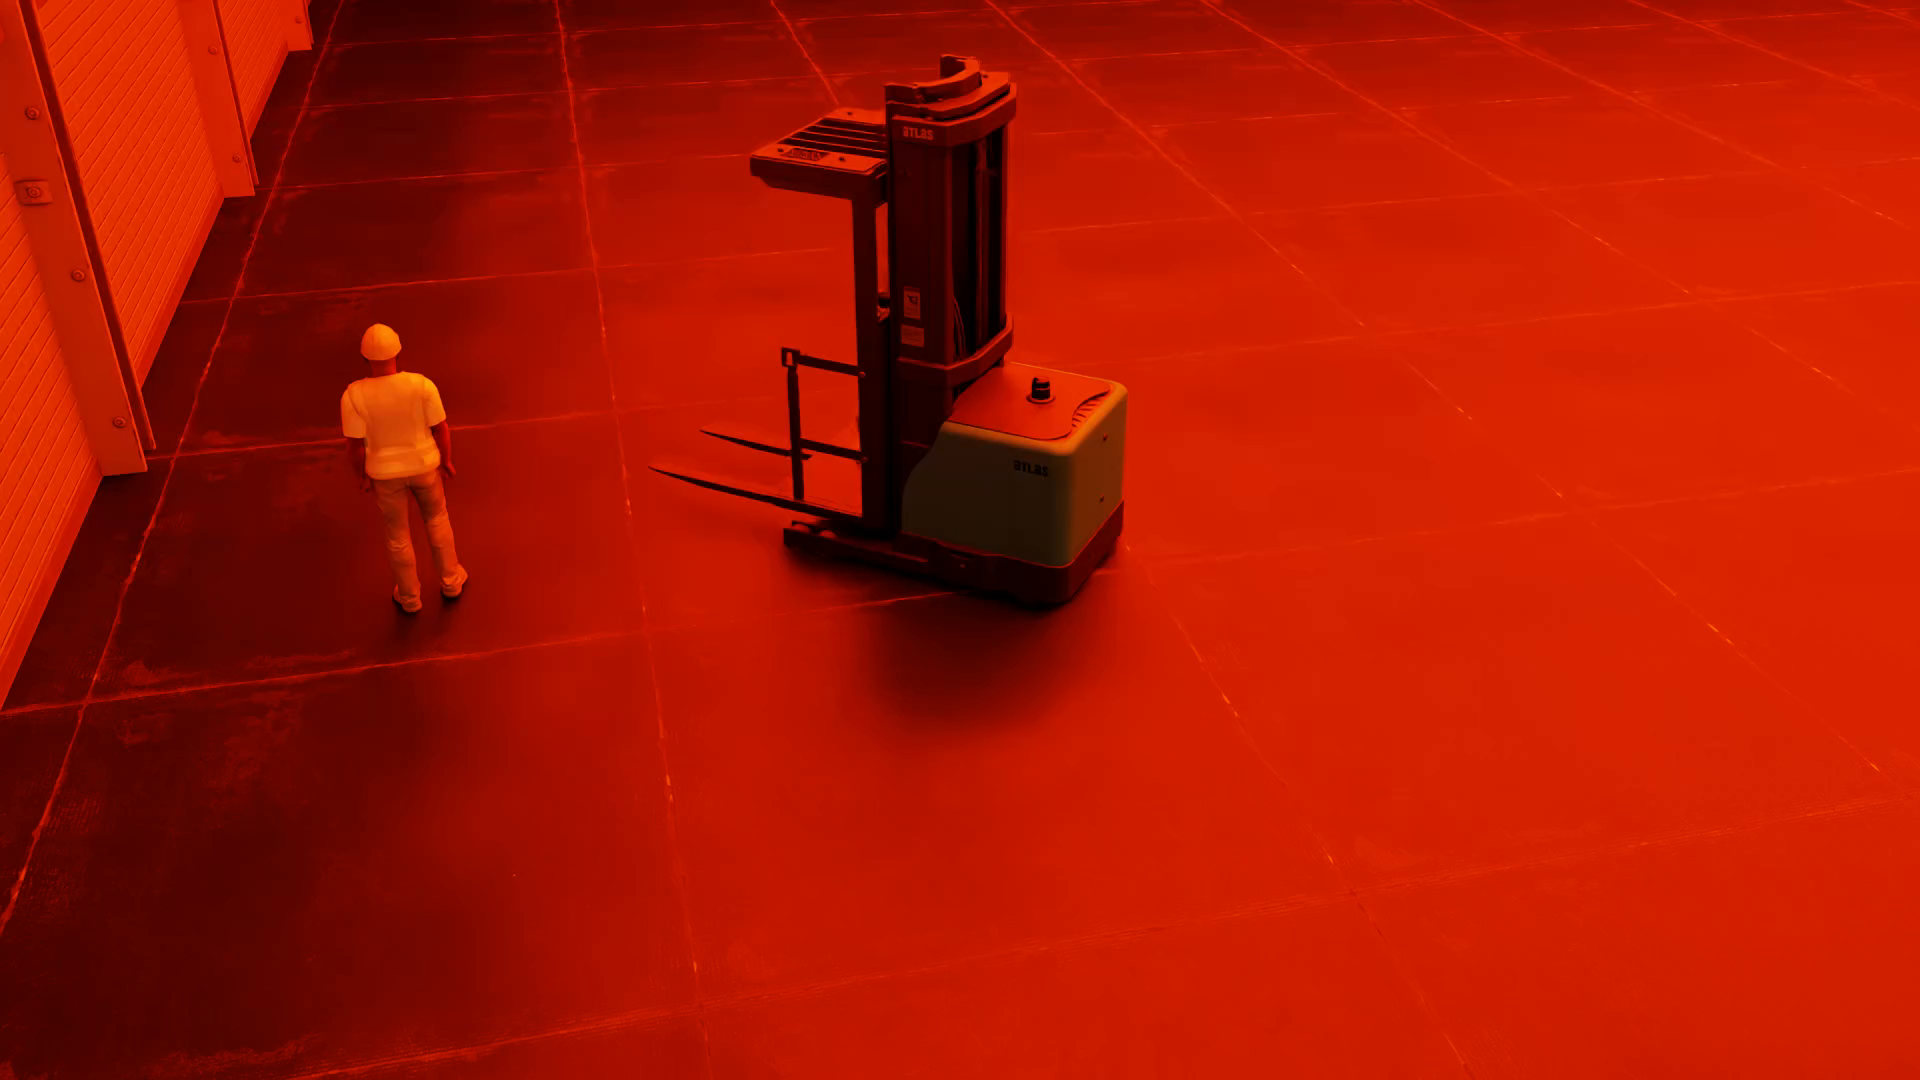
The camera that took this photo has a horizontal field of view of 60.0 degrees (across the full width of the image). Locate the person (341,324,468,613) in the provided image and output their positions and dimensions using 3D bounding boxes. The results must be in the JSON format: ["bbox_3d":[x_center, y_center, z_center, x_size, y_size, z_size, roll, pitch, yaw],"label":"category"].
[{"bbox_3d":[-3.164,-0.412,9.450,0.557,1.767,0.387,-12,32,-19],"label":"person"}]

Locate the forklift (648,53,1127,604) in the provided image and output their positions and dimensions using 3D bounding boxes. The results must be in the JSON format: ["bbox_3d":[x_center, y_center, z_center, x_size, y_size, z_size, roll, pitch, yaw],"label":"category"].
[{"bbox_3d":[-0.538,-1.383,9.963,3.031,2.935,1.130,13,33,22],"label":"forklift"}]
